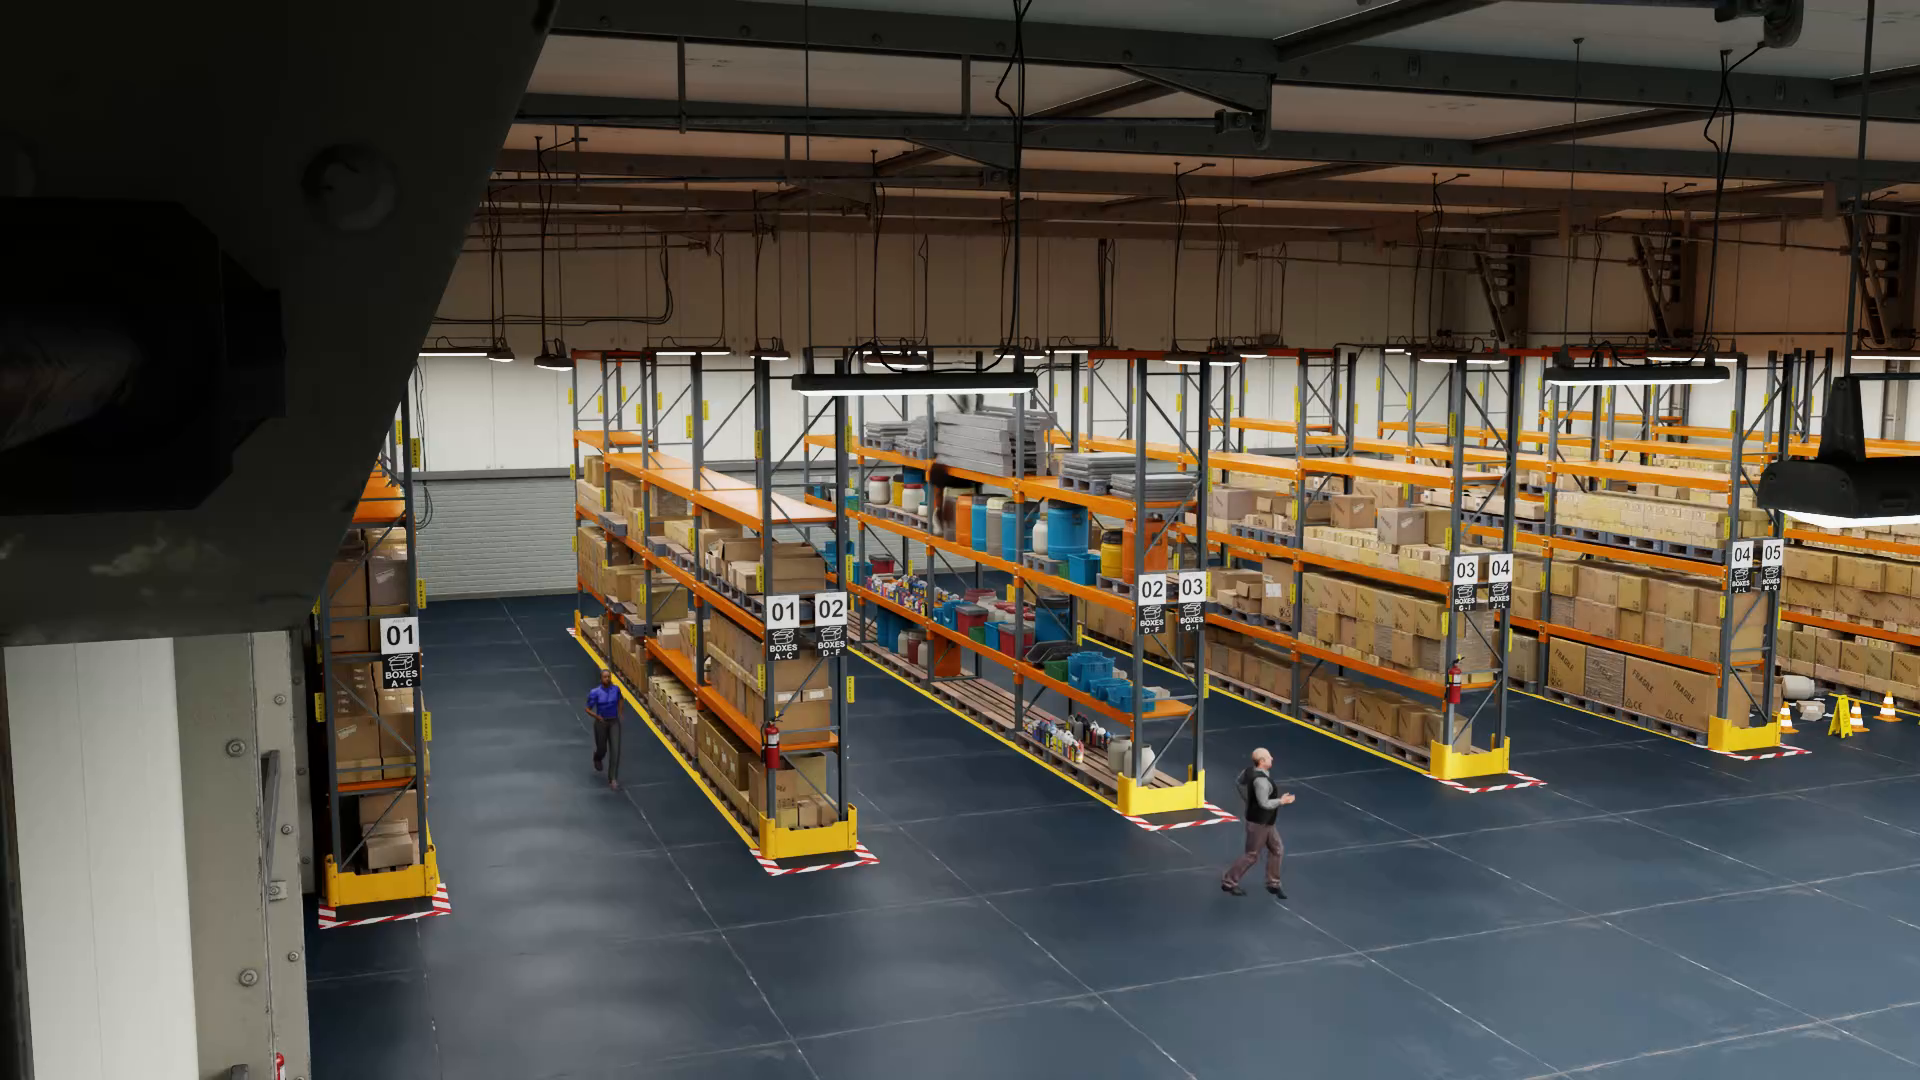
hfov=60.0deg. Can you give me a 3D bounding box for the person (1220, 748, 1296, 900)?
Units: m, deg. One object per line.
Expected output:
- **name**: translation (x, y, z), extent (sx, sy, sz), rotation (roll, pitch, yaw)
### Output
- **person**: translation (3.318, 3.189, 18.518), extent (0.801, 1.781, 0.638), rotation (1, 7, 7)

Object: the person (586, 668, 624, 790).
- **person**: translation (-4.996, 2.612, 23.425), extent (0.556, 1.641, 0.777), rotation (-4, 8, -27)

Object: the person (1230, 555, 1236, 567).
- **person**: translation (6.787, 0.334, 41.530), extent (0.521, 1.714, 0.713), rotation (5, 9, 34)
